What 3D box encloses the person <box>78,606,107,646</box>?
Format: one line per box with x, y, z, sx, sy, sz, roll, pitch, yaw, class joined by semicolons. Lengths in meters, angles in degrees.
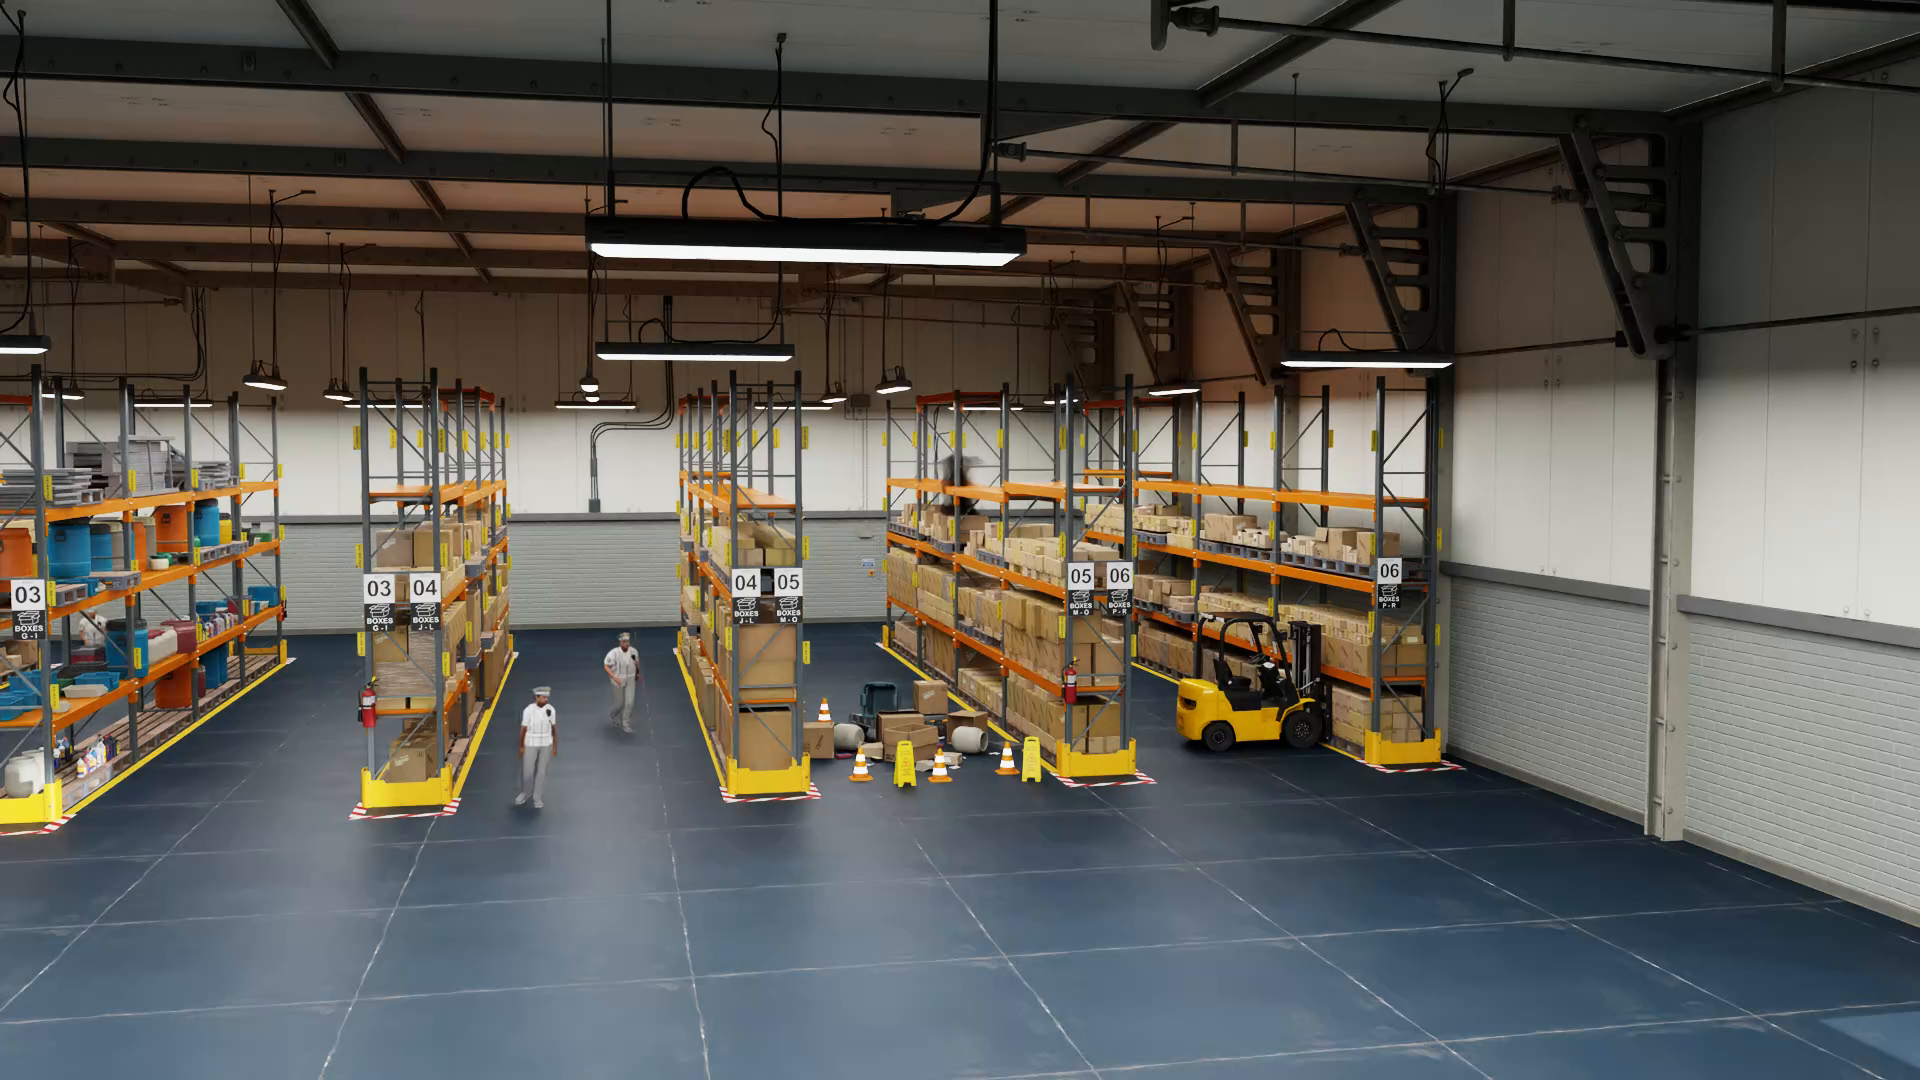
-18.120;2.156;34.814;0.595;1.606;0.793;-2;4;-34;person

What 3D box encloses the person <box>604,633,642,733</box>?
-5.852;2.438;28.744;0.665;1.731;0.749;-2;4;-27;person

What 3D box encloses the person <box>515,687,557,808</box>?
-5.774;2.813;22.636;0.550;1.662;0.442;-2;4;-28;person
